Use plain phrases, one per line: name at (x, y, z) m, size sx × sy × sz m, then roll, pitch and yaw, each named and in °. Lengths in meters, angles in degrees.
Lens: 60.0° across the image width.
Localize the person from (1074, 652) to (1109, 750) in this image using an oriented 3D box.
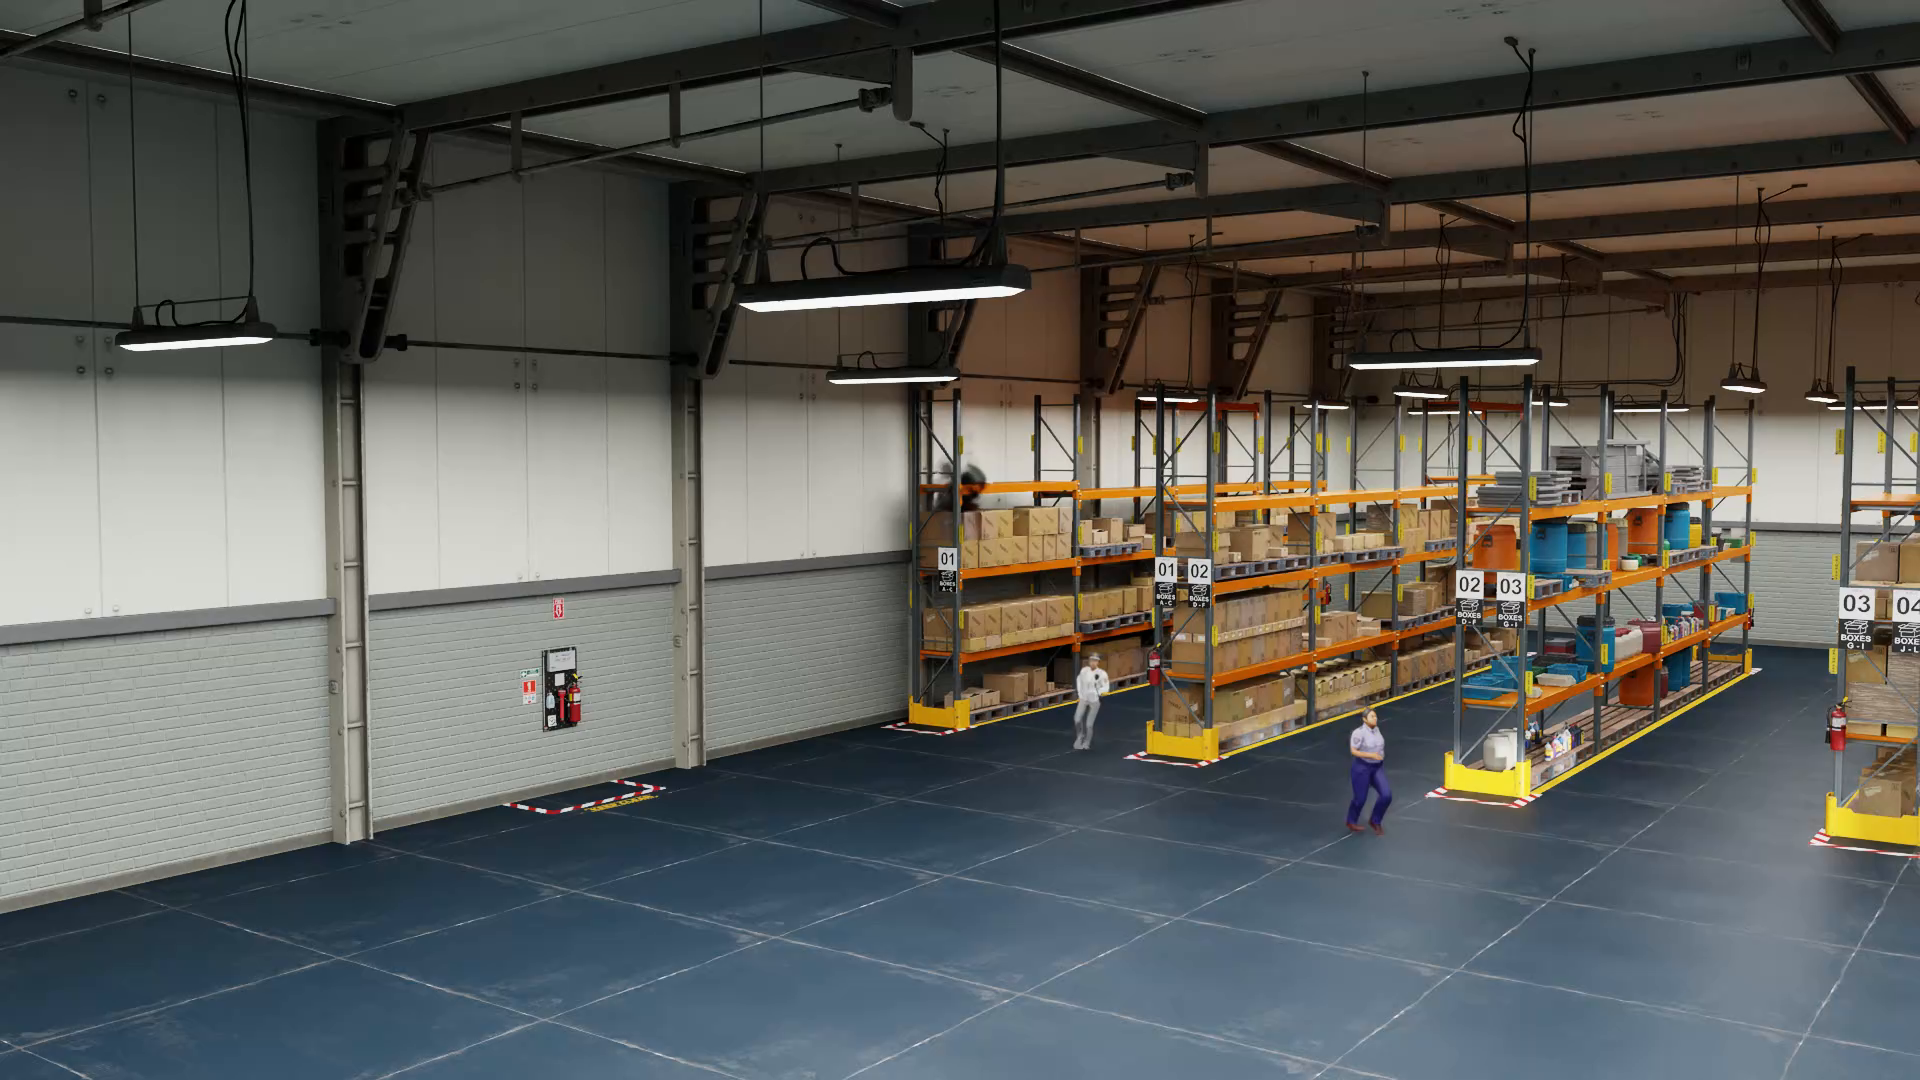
person at (2.152, 2.631, 27.207) m, size 0.611 × 1.626 × 0.615 m, roll 1°, pitch 3°, yaw 21°

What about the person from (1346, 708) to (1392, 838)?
person at (5.220, 2.985, 21.275) m, size 0.592 × 1.673 × 0.703 m, roll -2°, pitch 4°, yaw -27°
